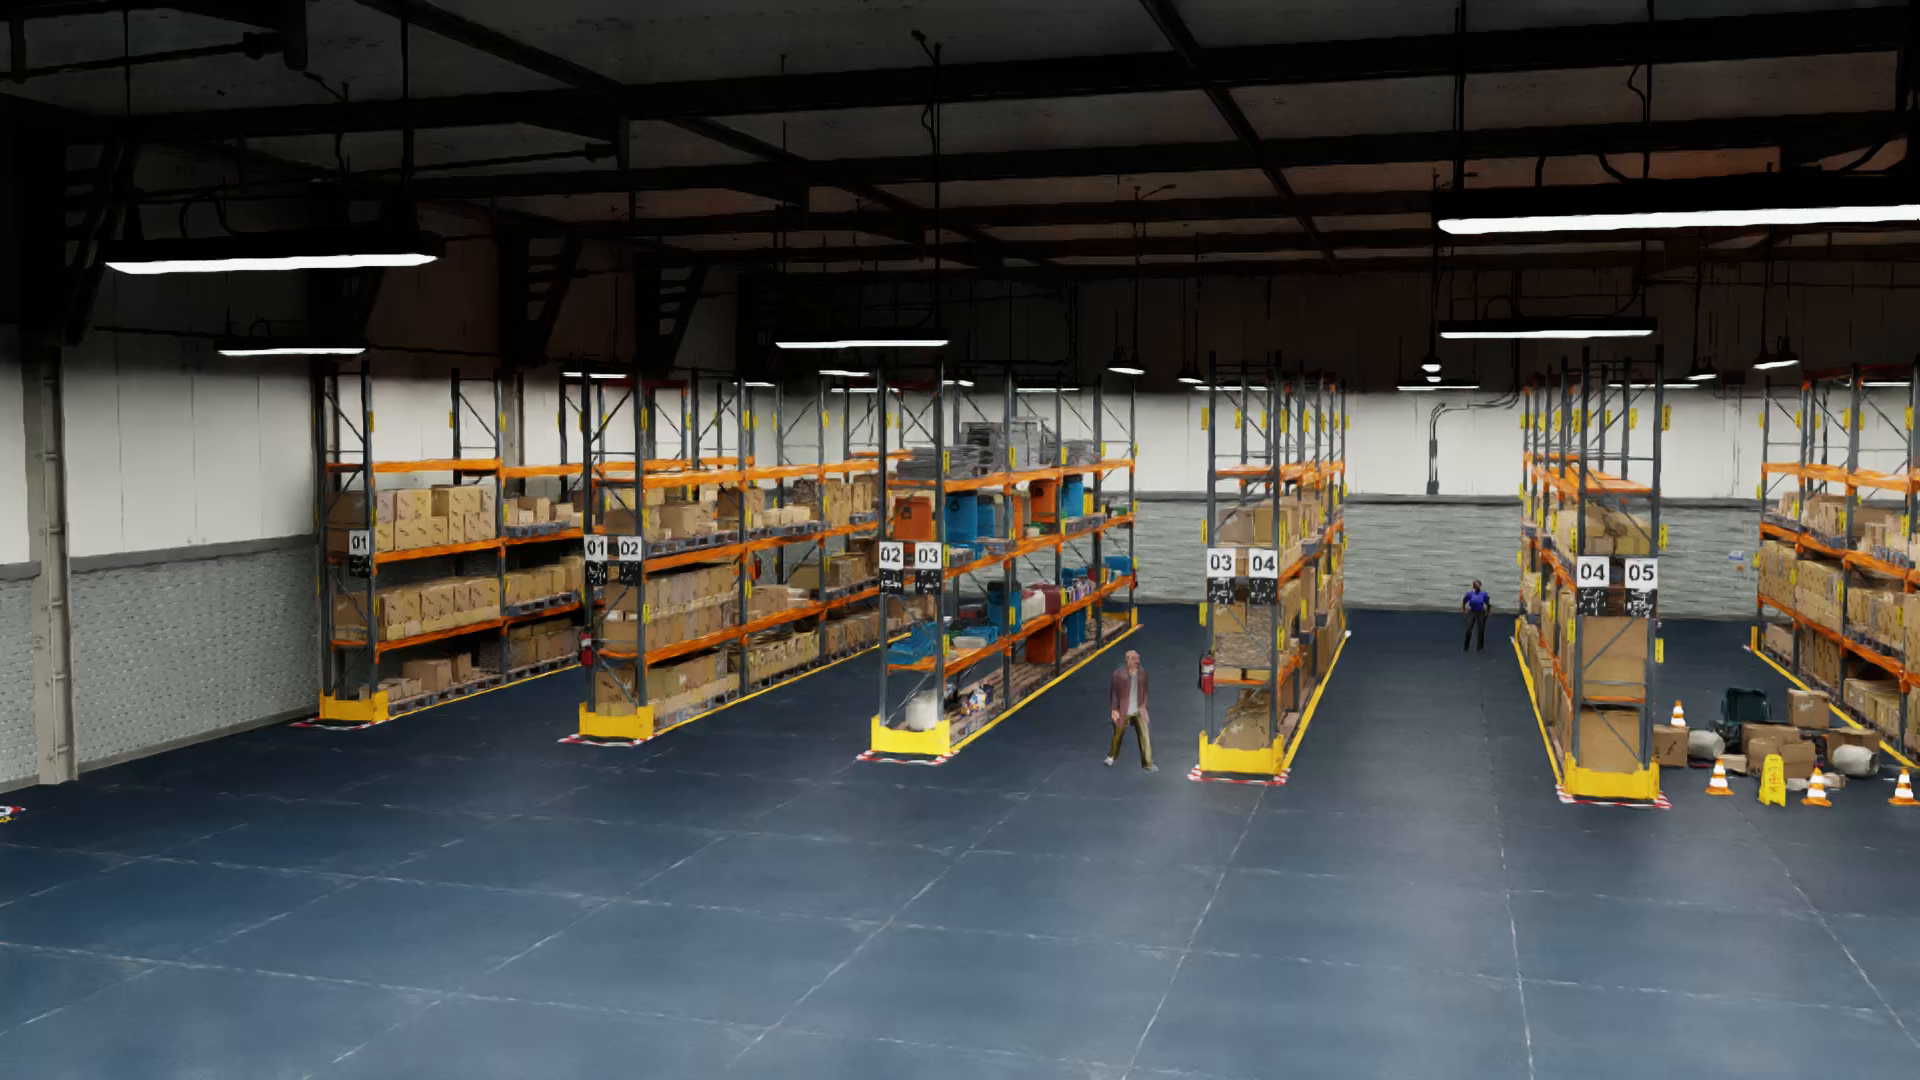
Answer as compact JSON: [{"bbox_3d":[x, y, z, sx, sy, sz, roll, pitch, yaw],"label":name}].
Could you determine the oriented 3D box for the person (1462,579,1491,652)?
[{"bbox_3d":[11.178,1.636,36.029,0.592,1.604,0.518,1,4,15],"label":"person"}]

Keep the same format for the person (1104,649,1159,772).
[{"bbox_3d":[2.422,2.429,23.793,0.621,1.749,1.011,-1,4,-10],"label":"person"}]

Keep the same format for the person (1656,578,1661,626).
[{"bbox_3d":[16.698,1.306,40.208,0.538,1.661,0.512,-3,5,-37],"label":"person"}]
